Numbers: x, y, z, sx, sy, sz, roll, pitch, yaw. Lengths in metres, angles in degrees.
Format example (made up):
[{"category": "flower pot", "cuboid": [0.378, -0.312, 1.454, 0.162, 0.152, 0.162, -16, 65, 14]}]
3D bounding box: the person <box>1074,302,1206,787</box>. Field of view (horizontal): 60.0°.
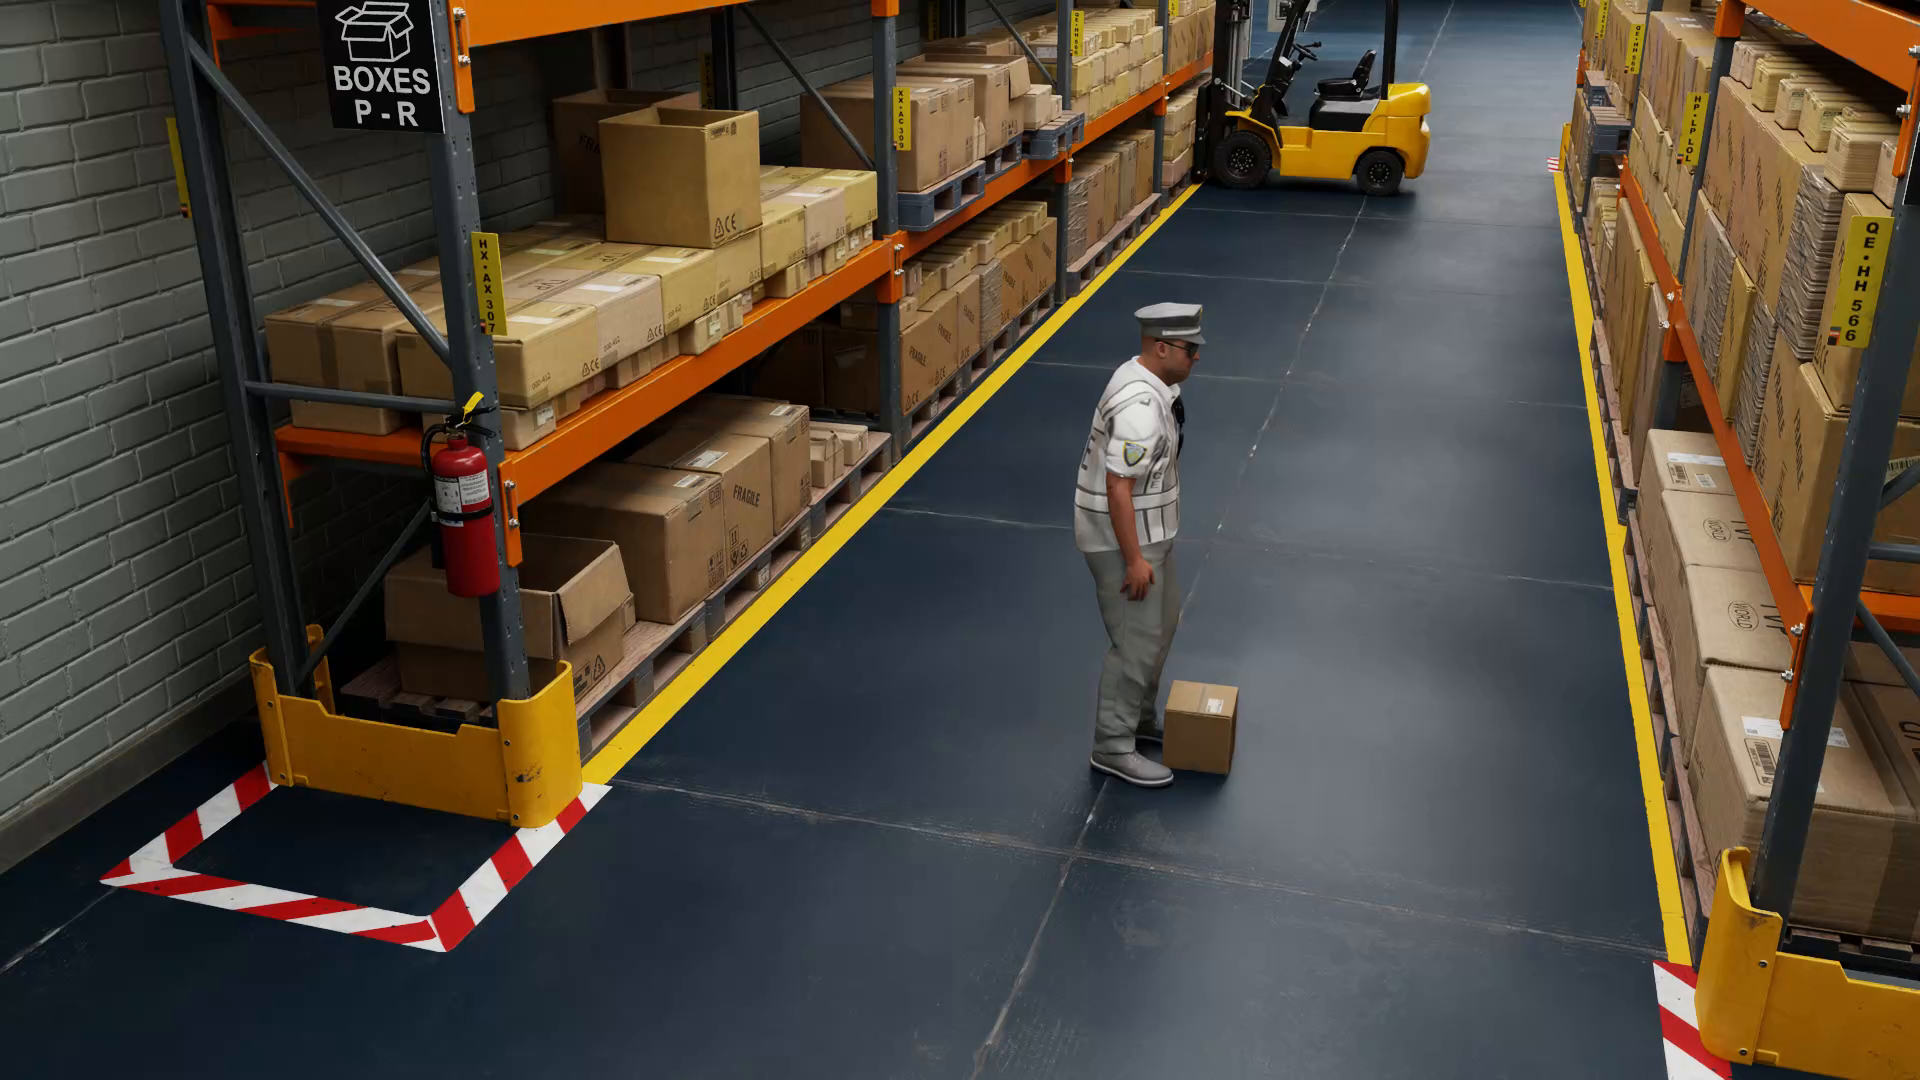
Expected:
[{"category": "person", "cuboid": [0.663, -0.009, 6.101, 0.479, 1.746, 0.593, 5, 22, 13]}]
